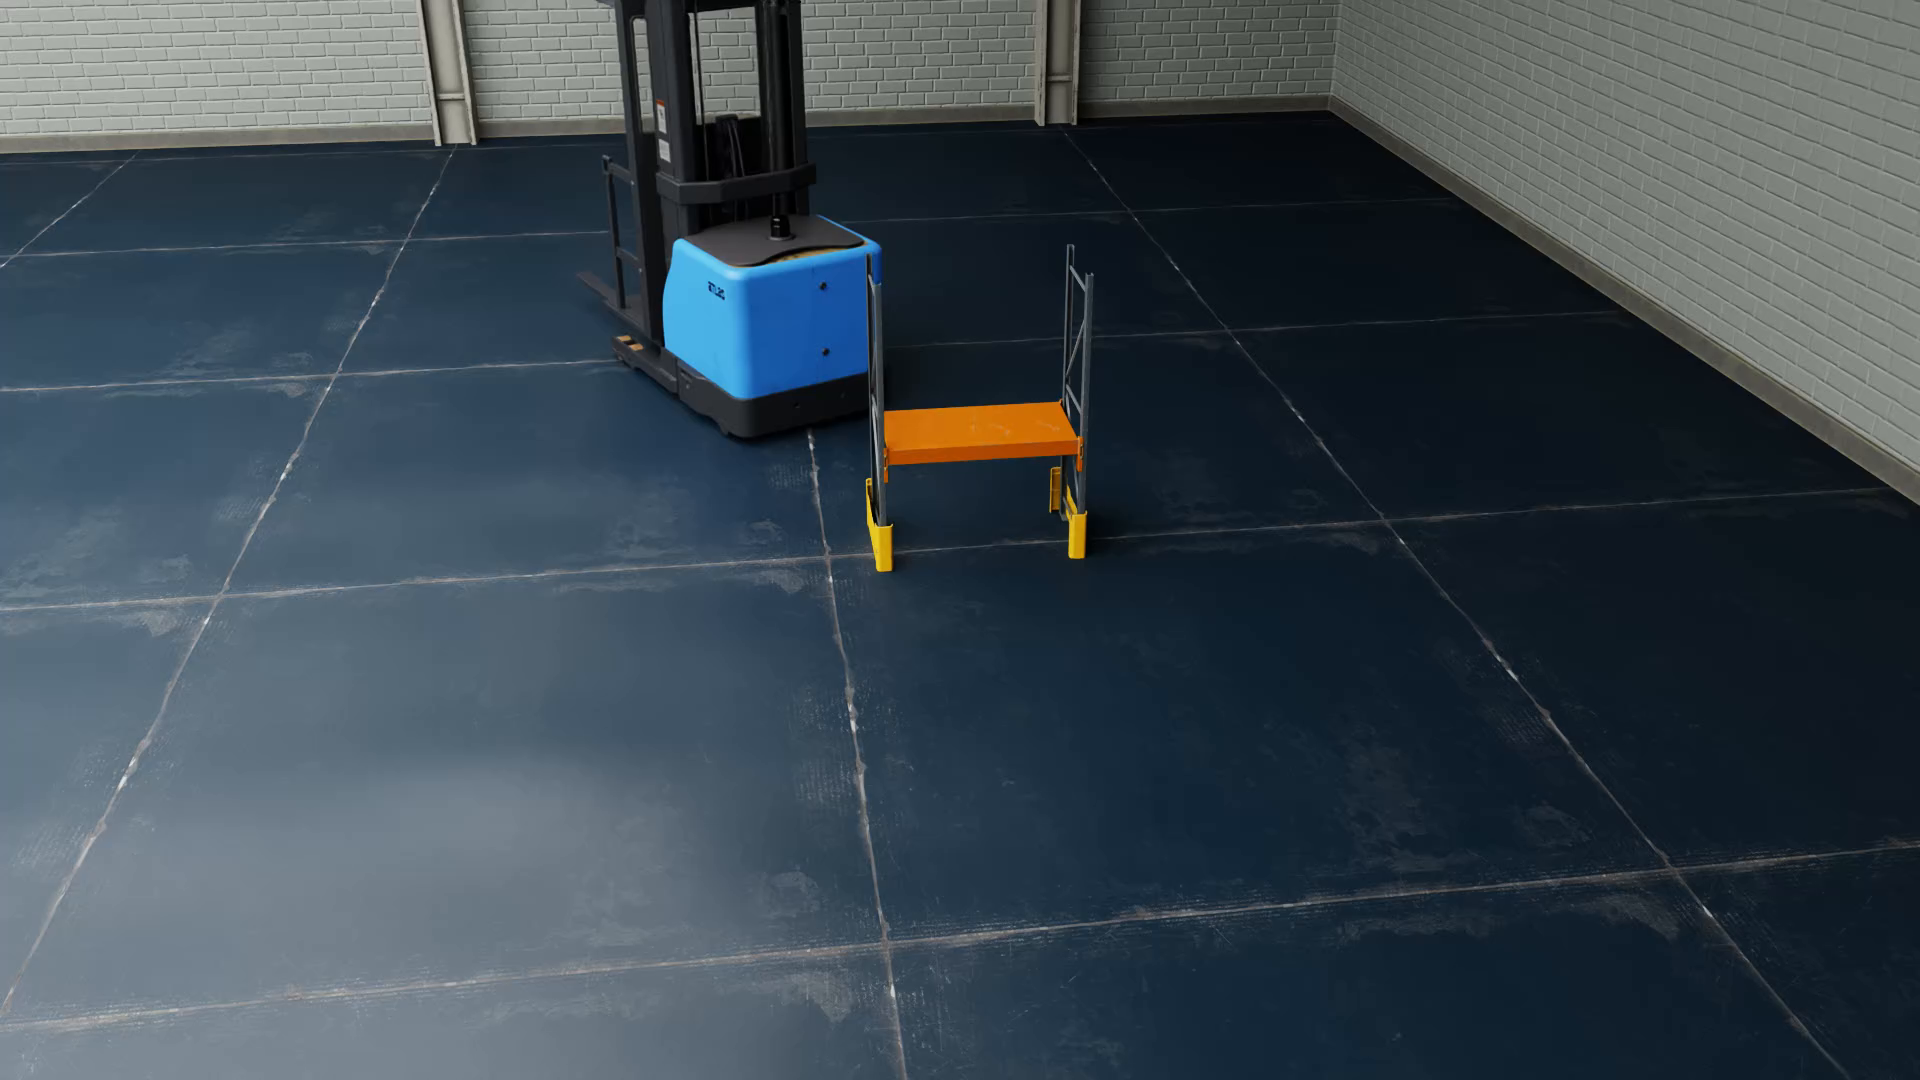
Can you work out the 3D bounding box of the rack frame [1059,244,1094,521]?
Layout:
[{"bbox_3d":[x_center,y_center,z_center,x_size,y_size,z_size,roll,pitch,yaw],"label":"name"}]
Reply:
[{"bbox_3d":[0.588,-0.705,8.481,0.032,1.500,0.500,-4,27,-7],"label":"rack frame"}]

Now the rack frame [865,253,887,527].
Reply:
[{"bbox_3d":[-0.419,-0.640,8.355,0.032,1.500,0.500,-4,27,-7],"label":"rack frame"}]

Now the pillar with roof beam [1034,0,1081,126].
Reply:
[{"bbox_3d":[1.587,-6.375,11.317,0.400,9.000,9.100,-4,27,-7],"label":"pillar with roof beam"}]

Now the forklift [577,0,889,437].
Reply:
[{"bbox_3d":[-1.665,-2.532,10.475,1.130,2.935,3.031,-17,31,-29],"label":"forklift"}]

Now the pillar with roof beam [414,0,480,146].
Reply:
[{"bbox_3d":[-4.354,-5.993,10.573,0.400,9.000,9.100,-4,27,-7],"label":"pillar with roof beam"}]

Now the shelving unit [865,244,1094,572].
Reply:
[{"bbox_3d":[0.076,-0.672,8.417,1.083,1.500,0.587,-4,27,-7],"label":"shelving unit"}]

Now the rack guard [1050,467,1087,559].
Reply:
[{"bbox_3d":[0.569,-0.148,8.764,0.087,0.250,0.587,-4,27,-7],"label":"rack guard"}]

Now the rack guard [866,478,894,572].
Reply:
[{"bbox_3d":[-0.418,-0.084,8.641,0.087,0.250,0.587,-4,27,-7],"label":"rack guard"}]

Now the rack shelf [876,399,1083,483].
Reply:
[{"bbox_3d":[0.084,-0.513,8.500,1.000,0.185,0.538,-4,27,-7],"label":"rack shelf"}]
